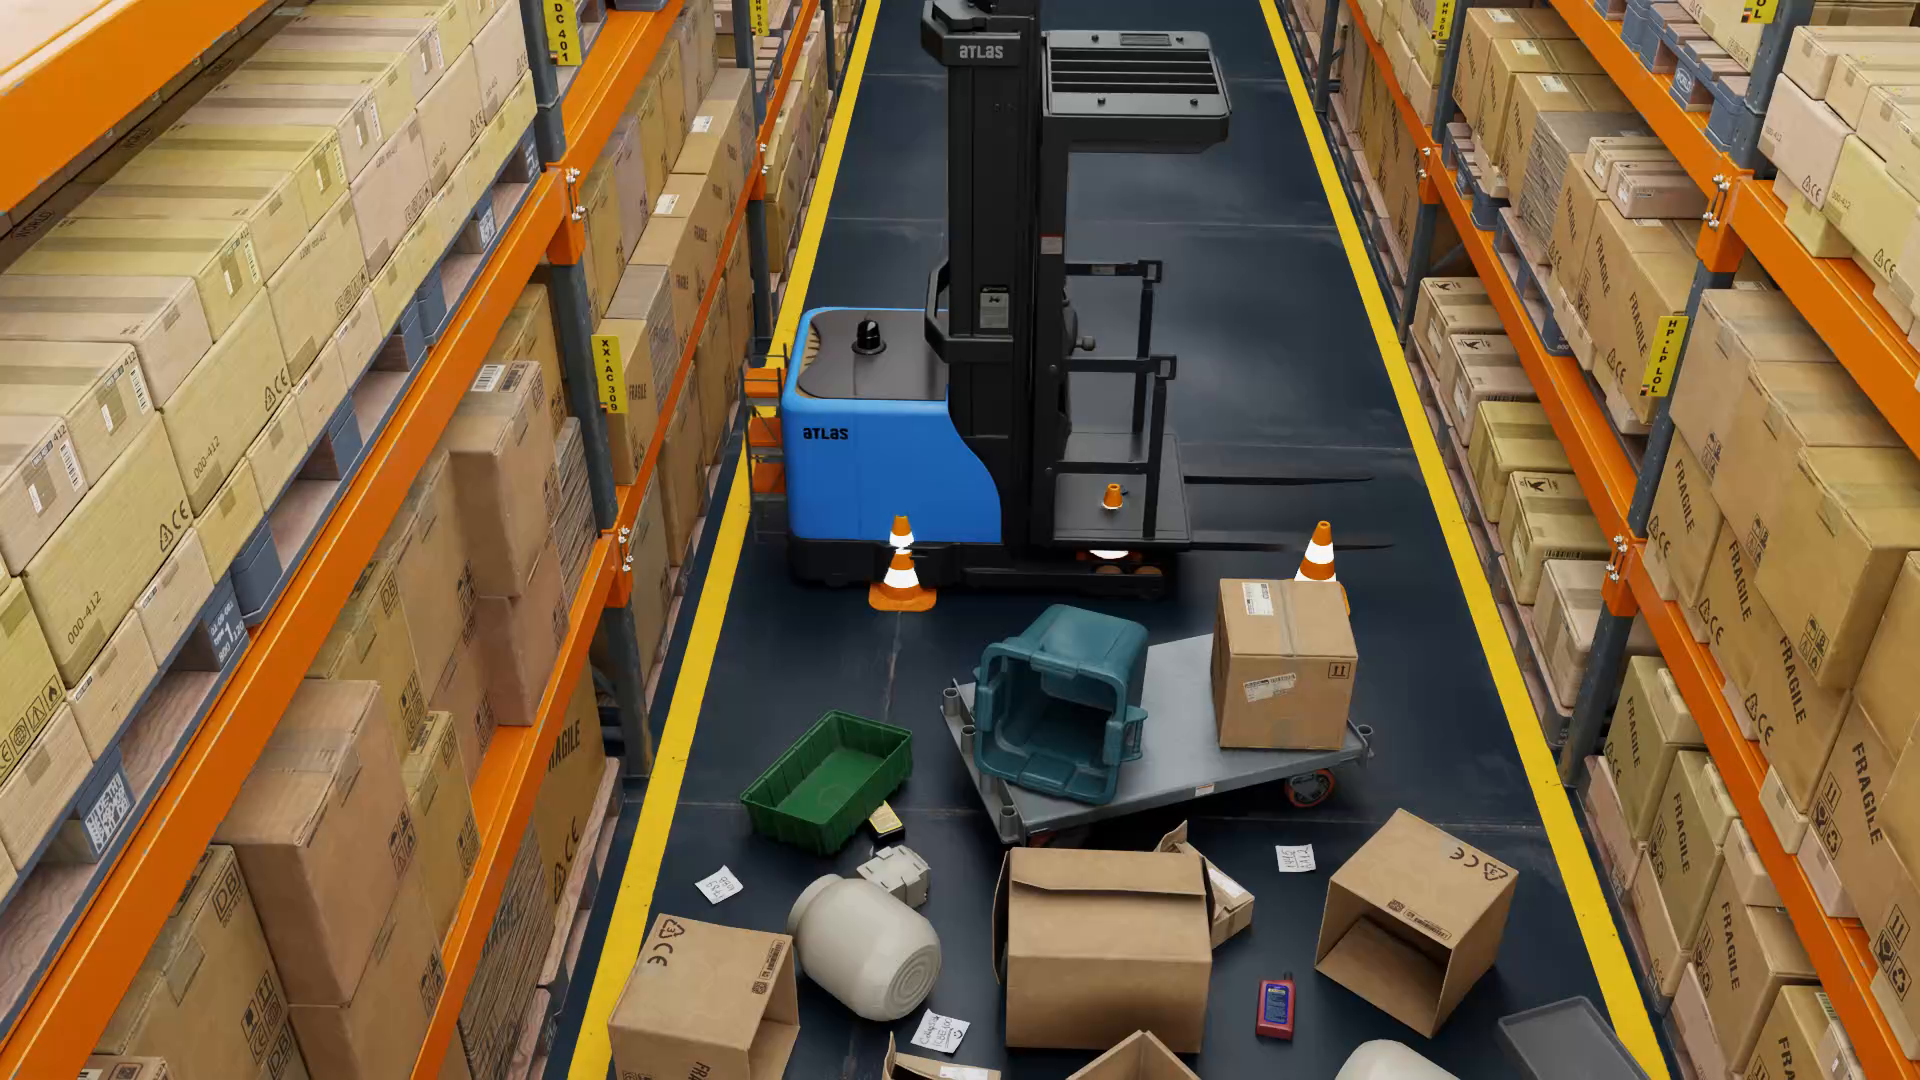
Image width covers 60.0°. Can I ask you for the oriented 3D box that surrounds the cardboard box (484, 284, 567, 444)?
[{"bbox_3d":[-1.895,-0.527,5.767,0.875,0.550,0.550,1,35,2],"label":"cardboard box"}]

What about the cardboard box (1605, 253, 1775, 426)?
[{"bbox_3d":[2.893,-0.784,6.491,0.500,0.500,0.500,1,35,1],"label":"cardboard box"}]

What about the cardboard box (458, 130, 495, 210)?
[{"bbox_3d":[-1.560,-1.062,4.756,0.380,0.149,0.250,2,35,3],"label":"cardboard box"}]

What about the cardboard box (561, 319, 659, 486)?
[{"bbox_3d":[-1.556,-0.572,6.813,0.500,0.500,0.500,2,35,2],"label":"cardboard box"}]

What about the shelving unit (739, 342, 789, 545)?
[{"bbox_3d":[-0.966,-0.479,8.464,0.215,1.050,0.252,1,35,2],"label":"shelving unit"}]

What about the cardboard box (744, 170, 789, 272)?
[{"bbox_3d":[-1.402,-2.083,10.859,0.500,0.500,0.500,0,35,0],"label":"cardboard box"}]

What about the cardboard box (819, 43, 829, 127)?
[{"bbox_3d":[-1.303,-3.549,12.946,0.500,0.500,0.500,1,35,1],"label":"cardboard box"}]

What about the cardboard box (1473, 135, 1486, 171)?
[{"bbox_3d":[2.964,-2.045,8.851,0.380,0.149,0.250,-1,35,-1],"label":"cardboard box"}]

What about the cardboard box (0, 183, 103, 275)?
[{"bbox_3d":[-2.204,-0.590,3.737,0.500,0.250,0.500,2,35,2],"label":"cardboard box"}]

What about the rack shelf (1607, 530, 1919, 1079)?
[{"bbox_3d":[3.024,1.265,4.913,1.077,0.370,4.000,1,35,2],"label":"rack shelf"}]

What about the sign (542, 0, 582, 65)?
[{"bbox_3d":[-1.292,-1.694,5.370,0.100,0.325,0.005,1,35,2],"label":"sign"}]

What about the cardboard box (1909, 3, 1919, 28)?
[{"bbox_3d":[3.528,-1.843,5.865,0.500,0.250,0.500,0,35,1],"label":"cardboard box"}]

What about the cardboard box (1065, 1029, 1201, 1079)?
[{"bbox_3d":[0.484,2.073,5.308,0.797,0.503,0.637,-24,42,-30],"label":"cardboard box"}]

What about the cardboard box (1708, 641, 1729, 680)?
[{"bbox_3d":[2.832,0.397,5.740,0.380,0.149,0.250,1,35,2],"label":"cardboard box"}]

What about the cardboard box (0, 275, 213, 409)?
[{"bbox_3d":[-1.634,-0.369,3.076,0.380,0.149,0.250,1,35,1],"label":"cardboard box"}]

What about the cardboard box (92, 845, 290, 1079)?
[{"bbox_3d":[-2.023,1.030,3.552,0.875,0.550,0.550,1,35,2],"label":"cardboard box"}]

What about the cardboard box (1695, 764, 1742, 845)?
[{"bbox_3d":[2.727,0.901,5.615,0.380,0.149,0.250,3,35,4],"label":"cardboard box"}]

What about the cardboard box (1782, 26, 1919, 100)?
[{"bbox_3d":[2.765,-1.456,5.075,0.380,0.149,0.250,1,35,1],"label":"cardboard box"}]

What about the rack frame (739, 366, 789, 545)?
[{"bbox_3d":[-0.970,-0.409,8.364,0.200,1.050,0.008,1,35,2],"label":"rack frame"}]

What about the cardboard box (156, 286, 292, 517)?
[{"bbox_3d":[-1.692,-0.290,3.310,0.500,0.250,0.500,1,35,2],"label":"cardboard box"}]

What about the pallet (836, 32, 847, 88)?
[{"bbox_3d":[-1.533,-4.077,14.313,1.003,0.211,1.213,1,35,2],"label":"pallet"}]

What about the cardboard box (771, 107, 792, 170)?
[{"bbox_3d":[-1.396,-2.671,11.044,0.500,0.250,0.500,1,35,1],"label":"cardboard box"}]

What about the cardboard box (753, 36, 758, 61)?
[{"bbox_3d":[-1.455,-3.009,10.221,0.380,0.149,0.250,3,35,4],"label":"cardboard box"}]

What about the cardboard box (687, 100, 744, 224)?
[{"bbox_3d":[-1.457,-2.022,8.878,0.500,0.500,0.500,1,35,2],"label":"cardboard box"}]

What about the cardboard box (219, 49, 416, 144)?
[{"bbox_3d":[-1.582,-1.099,4.114,0.380,0.149,0.250,1,35,2],"label":"cardboard box"}]

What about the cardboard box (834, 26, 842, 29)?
[{"bbox_3d":[-1.220,-4.335,14.370,0.380,0.149,0.250,1,35,2],"label":"cardboard box"}]

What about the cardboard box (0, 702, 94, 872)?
[{"bbox_3d":[-1.663,0.390,2.689,0.380,0.149,0.250,2,35,2],"label":"cardboard box"}]

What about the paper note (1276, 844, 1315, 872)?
[{"bbox_3d":[1.378,1.301,6.818,0.148,0.019,0.142,1,35,2],"label":"paper note"}]

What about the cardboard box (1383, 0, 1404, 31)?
[{"bbox_3d":[3.047,-3.493,10.753,0.500,0.250,0.500,0,35,1],"label":"cardboard box"}]

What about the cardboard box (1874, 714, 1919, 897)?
[{"bbox_3d":[2.691,0.663,3.928,0.700,0.500,0.500,1,35,1],"label":"cardboard box"}]

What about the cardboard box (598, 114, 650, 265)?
[{"bbox_3d":[-1.793,-1.556,7.345,0.700,0.500,0.500,2,35,2],"label":"cardboard box"}]

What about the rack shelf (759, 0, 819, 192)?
[{"bbox_3d":[-1.605,-3.388,11.533,1.077,0.370,4.000,1,35,2],"label":"rack shelf"}]

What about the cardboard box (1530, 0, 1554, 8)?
[{"bbox_3d":[3.529,-3.204,9.690,0.500,0.500,0.500,0,35,0],"label":"cardboard box"}]

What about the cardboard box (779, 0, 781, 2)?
[{"bbox_3d":[-1.403,-3.766,11.298,0.380,0.149,0.250,0,35,0],"label":"cardboard box"}]

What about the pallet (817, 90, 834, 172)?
[{"bbox_3d":[-1.555,-3.243,13.126,1.003,0.211,1.213,1,35,2],"label":"pallet"}]

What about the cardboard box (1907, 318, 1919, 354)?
[{"bbox_3d":[2.809,-0.539,4.464,0.380,0.149,0.250,0,35,0],"label":"cardboard box"}]

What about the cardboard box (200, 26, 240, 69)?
[{"bbox_3d":[-2.220,-1.405,4.550,0.380,0.149,0.250,1,35,1],"label":"cardboard box"}]

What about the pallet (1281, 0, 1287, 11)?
[{"bbox_3d":[3.632,-5.471,16.297,1.003,0.211,1.213,1,35,2],"label":"pallet"}]

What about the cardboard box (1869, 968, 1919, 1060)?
[{"bbox_3d":[2.726,1.266,4.504,0.380,0.149,0.250,1,35,1],"label":"cardboard box"}]

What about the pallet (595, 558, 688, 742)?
[{"bbox_3d":[-1.890,0.461,7.856,1.003,0.211,1.213,1,35,2],"label":"pallet"}]

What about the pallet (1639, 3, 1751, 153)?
[{"bbox_3d":[3.235,-1.681,6.034,1.213,0.211,1.003,1,35,2],"label":"pallet"}]

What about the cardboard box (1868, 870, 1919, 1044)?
[{"bbox_3d":[2.738,1.064,4.228,0.500,0.500,0.500,1,35,2],"label":"cardboard box"}]

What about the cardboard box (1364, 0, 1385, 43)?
[{"bbox_3d":[3.059,-3.588,11.323,0.500,0.250,0.500,1,35,1],"label":"cardboard box"}]

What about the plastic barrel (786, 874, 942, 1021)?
[{"bbox_3d":[-0.359,1.506,6.184,0.512,0.421,0.421,28,44,33],"label":"plastic barrel"}]

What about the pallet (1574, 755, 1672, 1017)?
[{"bbox_3d":[3.112,1.349,6.593,1.003,0.211,1.213,1,35,2],"label":"pallet"}]

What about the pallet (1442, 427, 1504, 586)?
[{"bbox_3d":[3.180,-0.188,8.779,1.003,0.211,1.213,1,35,2],"label":"pallet"}]

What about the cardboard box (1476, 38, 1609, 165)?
[{"bbox_3d":[3.001,-2.258,8.589,0.500,0.500,0.500,3,35,4],"label":"cardboard box"}]

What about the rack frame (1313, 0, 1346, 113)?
[{"bbox_3d":[3.425,-4.775,12.881,1.000,3.000,0.127,1,35,2],"label":"rack frame"}]

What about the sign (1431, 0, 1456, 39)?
[{"bbox_3d":[2.710,-2.961,9.294,0.100,0.325,0.005,1,35,2],"label":"sign"}]

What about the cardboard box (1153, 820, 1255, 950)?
[{"bbox_3d":[0.927,1.359,6.532,0.258,0.266,0.396,-24,42,-30],"label":"cardboard box"}]

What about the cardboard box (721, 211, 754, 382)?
[{"bbox_3d":[-1.800,-1.437,9.722,1.050,0.750,0.750,1,35,1],"label":"cardboard box"}]

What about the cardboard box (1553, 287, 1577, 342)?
[{"bbox_3d":[2.858,-0.996,7.358,0.380,0.149,0.250,2,35,2],"label":"cardboard box"}]

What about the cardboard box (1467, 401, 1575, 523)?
[{"bbox_3d":[3.174,-0.389,8.561,0.950,0.372,0.625,2,35,3],"label":"cardboard box"}]

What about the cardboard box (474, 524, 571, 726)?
[{"bbox_3d":[-1.848,0.233,5.626,0.875,0.550,0.550,1,35,2],"label":"cardboard box"}]

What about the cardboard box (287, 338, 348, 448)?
[{"bbox_3d":[-1.612,-0.335,3.721,0.380,0.149,0.250,2,35,2],"label":"cardboard box"}]

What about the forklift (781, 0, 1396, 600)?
[{"bbox_3d":[0.671,-1.216,7.876,3.031,2.935,1.130,1,35,2],"label":"forklift"}]

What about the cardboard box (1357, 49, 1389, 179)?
[{"bbox_3d":[3.452,-3.200,12.123,0.875,0.875,0.875,2,35,3],"label":"cardboard box"}]

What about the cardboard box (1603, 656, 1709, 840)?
[{"bbox_3d":[2.810,0.801,6.322,0.500,0.500,0.500,3,35,4],"label":"cardboard box"}]

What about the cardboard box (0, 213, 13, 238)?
[{"bbox_3d":[-2.271,-0.678,3.515,0.380,0.149,0.250,2,35,2],"label":"cardboard box"}]
